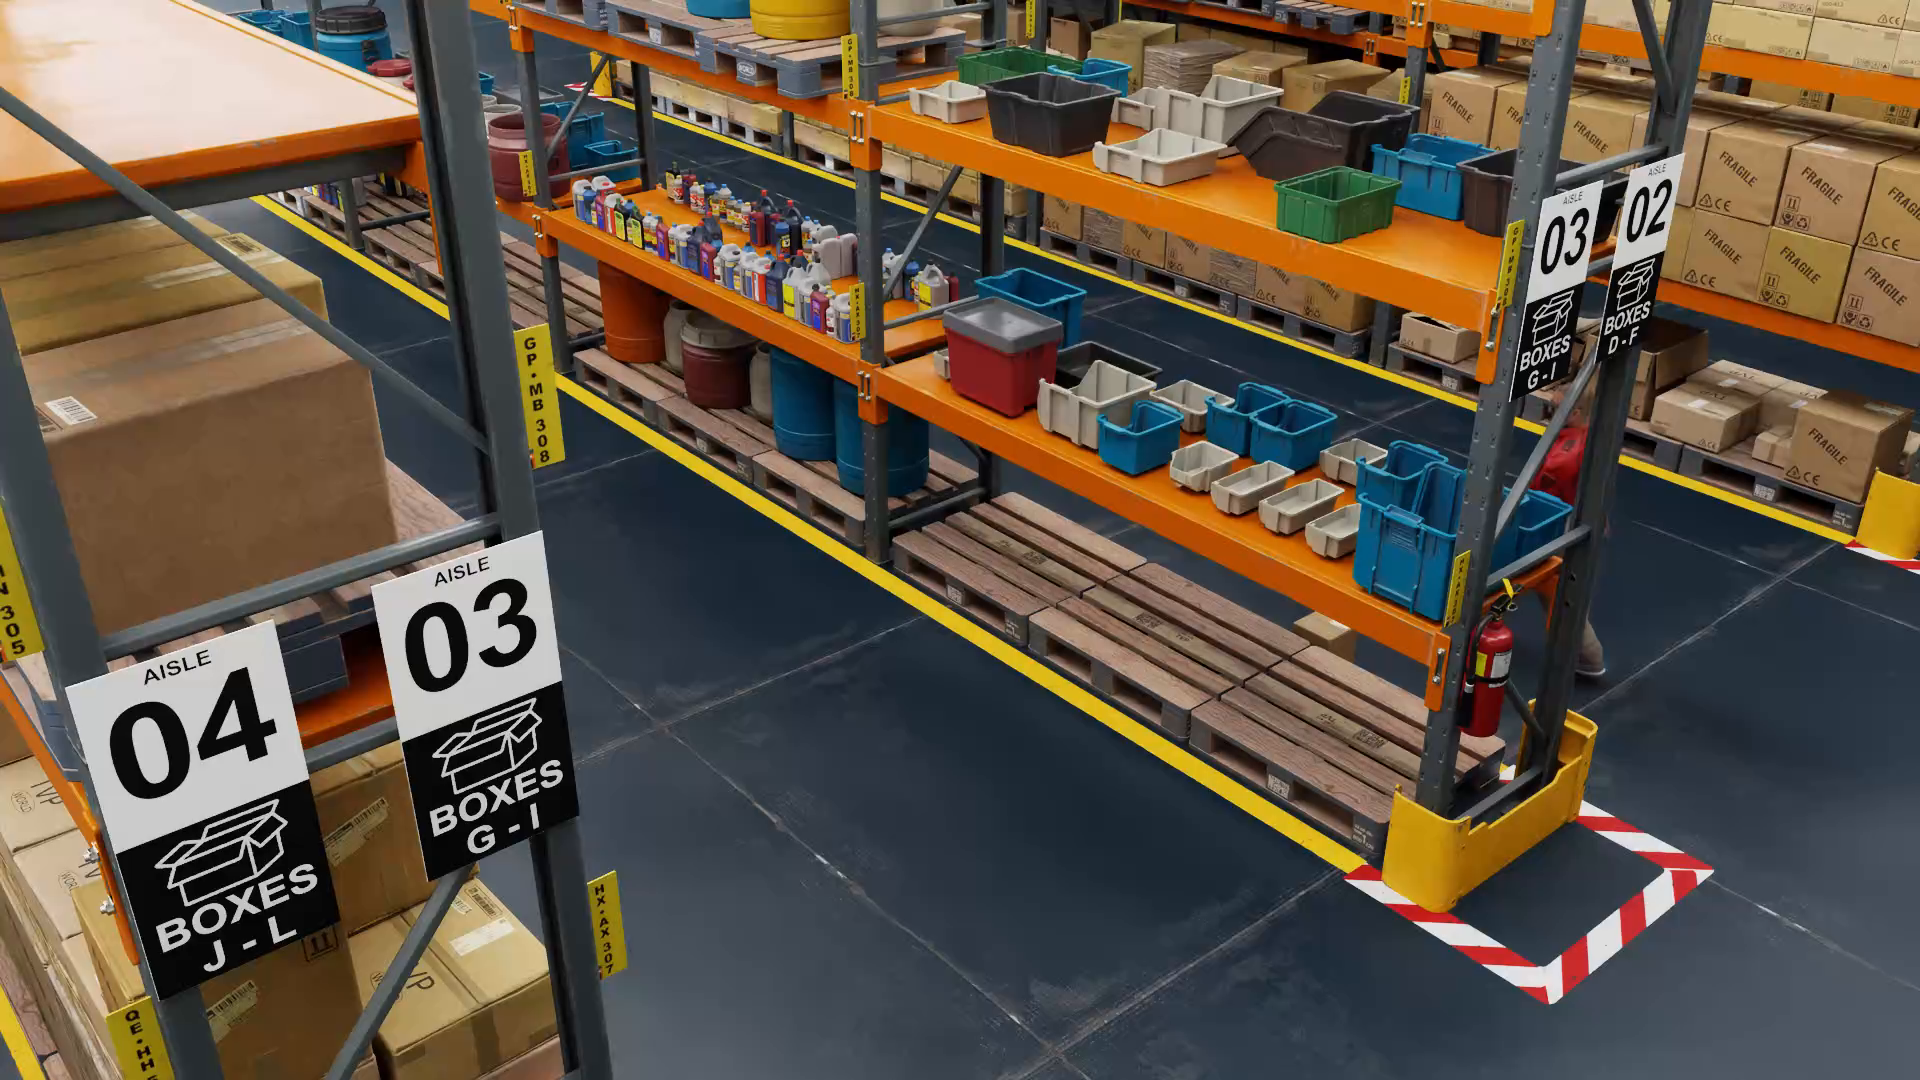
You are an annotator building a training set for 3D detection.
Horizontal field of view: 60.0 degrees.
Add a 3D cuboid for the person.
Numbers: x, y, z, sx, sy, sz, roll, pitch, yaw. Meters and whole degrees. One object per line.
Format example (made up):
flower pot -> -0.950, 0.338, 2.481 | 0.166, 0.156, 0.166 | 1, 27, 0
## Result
person -> 3.060, -0.102, 8.822 | 0.965, 1.665, 0.632 | 15, 32, 26
